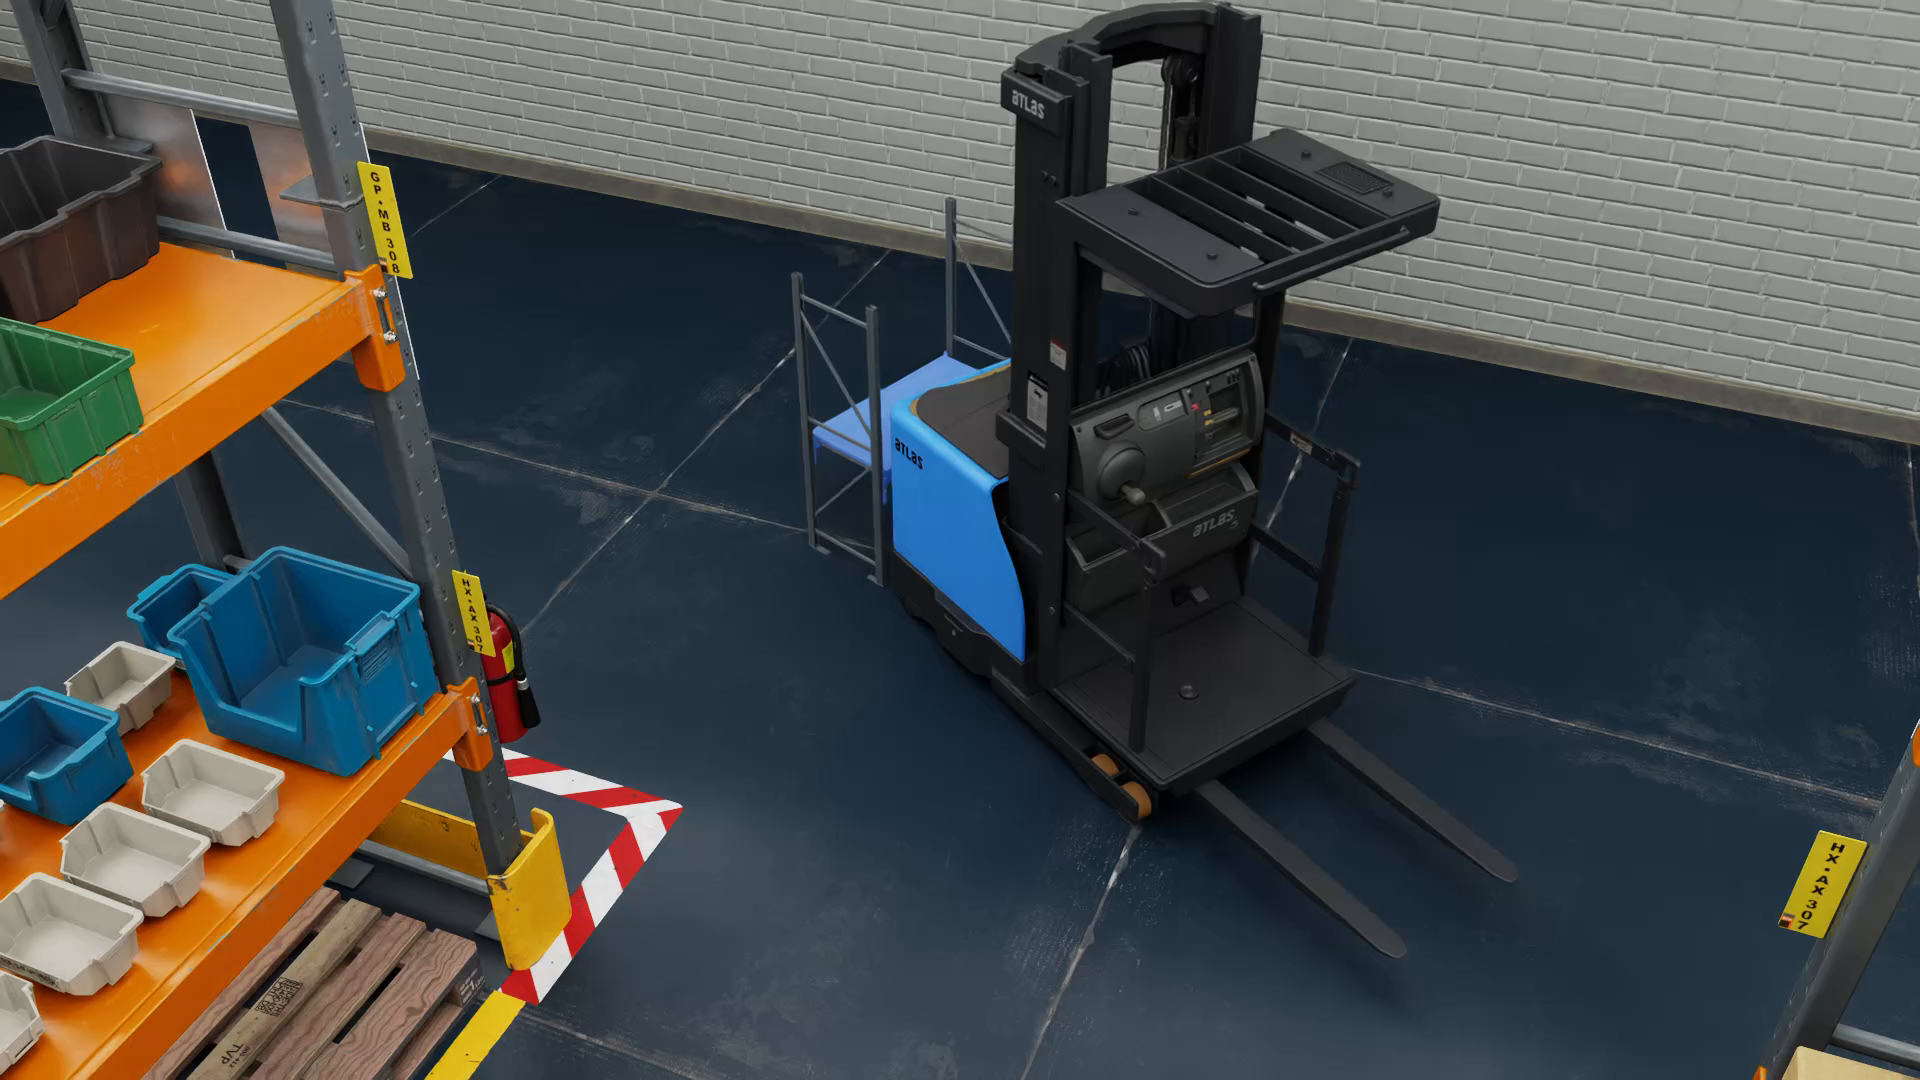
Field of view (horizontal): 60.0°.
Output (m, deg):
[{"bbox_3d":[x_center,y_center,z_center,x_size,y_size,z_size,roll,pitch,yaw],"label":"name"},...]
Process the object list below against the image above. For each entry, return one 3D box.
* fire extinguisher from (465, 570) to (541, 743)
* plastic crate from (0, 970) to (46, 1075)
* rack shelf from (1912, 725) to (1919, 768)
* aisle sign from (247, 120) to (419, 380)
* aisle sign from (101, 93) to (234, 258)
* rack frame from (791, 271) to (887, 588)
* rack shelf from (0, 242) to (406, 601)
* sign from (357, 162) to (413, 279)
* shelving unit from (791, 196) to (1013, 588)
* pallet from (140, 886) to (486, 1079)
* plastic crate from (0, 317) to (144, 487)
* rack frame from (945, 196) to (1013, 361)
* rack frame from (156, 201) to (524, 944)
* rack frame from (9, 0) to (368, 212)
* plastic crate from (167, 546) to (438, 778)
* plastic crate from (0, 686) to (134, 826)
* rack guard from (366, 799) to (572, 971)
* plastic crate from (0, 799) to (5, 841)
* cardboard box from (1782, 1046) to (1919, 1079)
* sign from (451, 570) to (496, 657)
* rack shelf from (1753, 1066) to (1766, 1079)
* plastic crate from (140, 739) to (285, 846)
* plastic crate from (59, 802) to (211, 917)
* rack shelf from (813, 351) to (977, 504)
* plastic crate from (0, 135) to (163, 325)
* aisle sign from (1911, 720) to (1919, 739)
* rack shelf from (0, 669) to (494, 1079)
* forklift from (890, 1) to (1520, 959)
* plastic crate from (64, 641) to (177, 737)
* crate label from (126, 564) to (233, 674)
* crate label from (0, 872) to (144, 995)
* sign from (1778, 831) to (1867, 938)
[{"bbox_3d":[-1.584,0.386,5.604,0.296,0.674,0.183,14,39,18],"label":"fire extinguisher"},{"bbox_3d":[-2.507,1.245,4.249,0.298,0.136,0.250,14,39,18],"label":"plastic crate"},{"bbox_3d":[1.758,1.508,1.823,1.077,0.370,4.000,14,39,18],"label":"rack shelf"},{"bbox_3d":[-1.763,-0.829,4.682,0.394,0.787,0.004,14,39,18],"label":"aisle sign"},{"bbox_3d":[-2.309,-0.963,4.862,0.394,0.787,0.004,14,39,18],"label":"aisle sign"},{"bbox_3d":[-0.546,-0.479,7.638,0.500,1.500,0.032,28,45,32],"label":"rack frame"},{"bbox_3d":[-2.822,0.380,3.332,1.077,0.370,4.000,14,39,18],"label":"rack shelf"},{"bbox_3d":[-1.546,-0.858,4.474,0.100,0.325,0.005,14,39,18],"label":"sign"},{"bbox_3d":[-0.210,-0.707,7.943,0.538,1.500,1.048,28,45,32],"label":"shelving unit"},{"bbox_3d":[-2.411,1.750,5.732,1.003,0.211,1.213,14,39,18],"label":"pallet"},{"bbox_3d":[-2.172,-0.320,3.844,0.450,0.188,0.336,14,39,18],"label":"plastic crate"},{"bbox_3d":[0.127,-0.935,8.248,0.500,1.500,0.032,28,45,32],"label":"rack frame"},{"bbox_3d":[-2.061,0.186,5.496,1.000,3.000,0.127,14,39,18],"label":"rack frame"},{"bbox_3d":[-2.061,-2.217,3.700,1.000,3.000,0.127,14,39,18],"label":"rack frame"},{"bbox_3d":[-2.016,0.375,5.163,0.616,0.435,0.499,14,39,18],"label":"plastic crate"},{"bbox_3d":[-2.710,0.655,4.958,0.416,0.233,0.300,14,39,18],"label":"plastic crate"},{"bbox_3d":[-2.064,1.171,6.266,1.175,0.500,0.348,14,39,18],"label":"rack guard"},{"bbox_3d":[-2.916,0.863,4.760,0.250,0.136,0.298,14,39,18],"label":"plastic crate"},{"bbox_3d":[2.087,1.459,3.669,0.500,0.250,0.500,13,39,17],"label":"cardboard box"},{"bbox_3d":[-1.546,0.237,5.292,0.100,0.325,0.005,14,39,18],"label":"sign"},{"bbox_3d":[1.758,2.709,2.721,1.077,0.370,4.000,14,39,18],"label":"rack shelf"},{"bbox_3d":[-2.204,0.760,4.898,0.396,0.136,0.243,14,39,18],"label":"plastic crate"},{"bbox_3d":[-2.328,0.917,4.688,0.396,0.136,0.243,14,39,18],"label":"plastic crate"},{"bbox_3d":[-0.210,-0.563,8.050,0.538,0.185,1.000,28,45,32],"label":"rack shelf"},{"bbox_3d":[-2.465,-0.814,4.437,0.497,0.269,0.590,14,39,18],"label":"plastic crate"},{"bbox_3d":[2.269,0.164,3.353,0.394,0.787,0.004,14,39,18],"label":"aisle sign"},{"bbox_3d":[-2.822,1.581,4.230,1.077,0.370,4.000,14,39,18],"label":"rack shelf"},{"bbox_3d":[0.940,-0.364,6.289,1.130,2.935,3.031,-23,43,-28],"label":"forklift"},{"bbox_3d":[-2.658,0.488,5.262,0.250,0.136,0.298,14,39,18],"label":"plastic crate"},{"bbox_3d":[-2.460,0.290,5.446,0.416,0.233,0.303,14,39,18],"label":"crate label"},{"bbox_3d":[-2.411,1.077,4.474,0.396,0.136,0.243,14,39,18],"label":"crate label"},{"bbox_3d":[2.008,0.806,3.877,0.100,0.325,0.005,14,39,18],"label":"sign"}]
